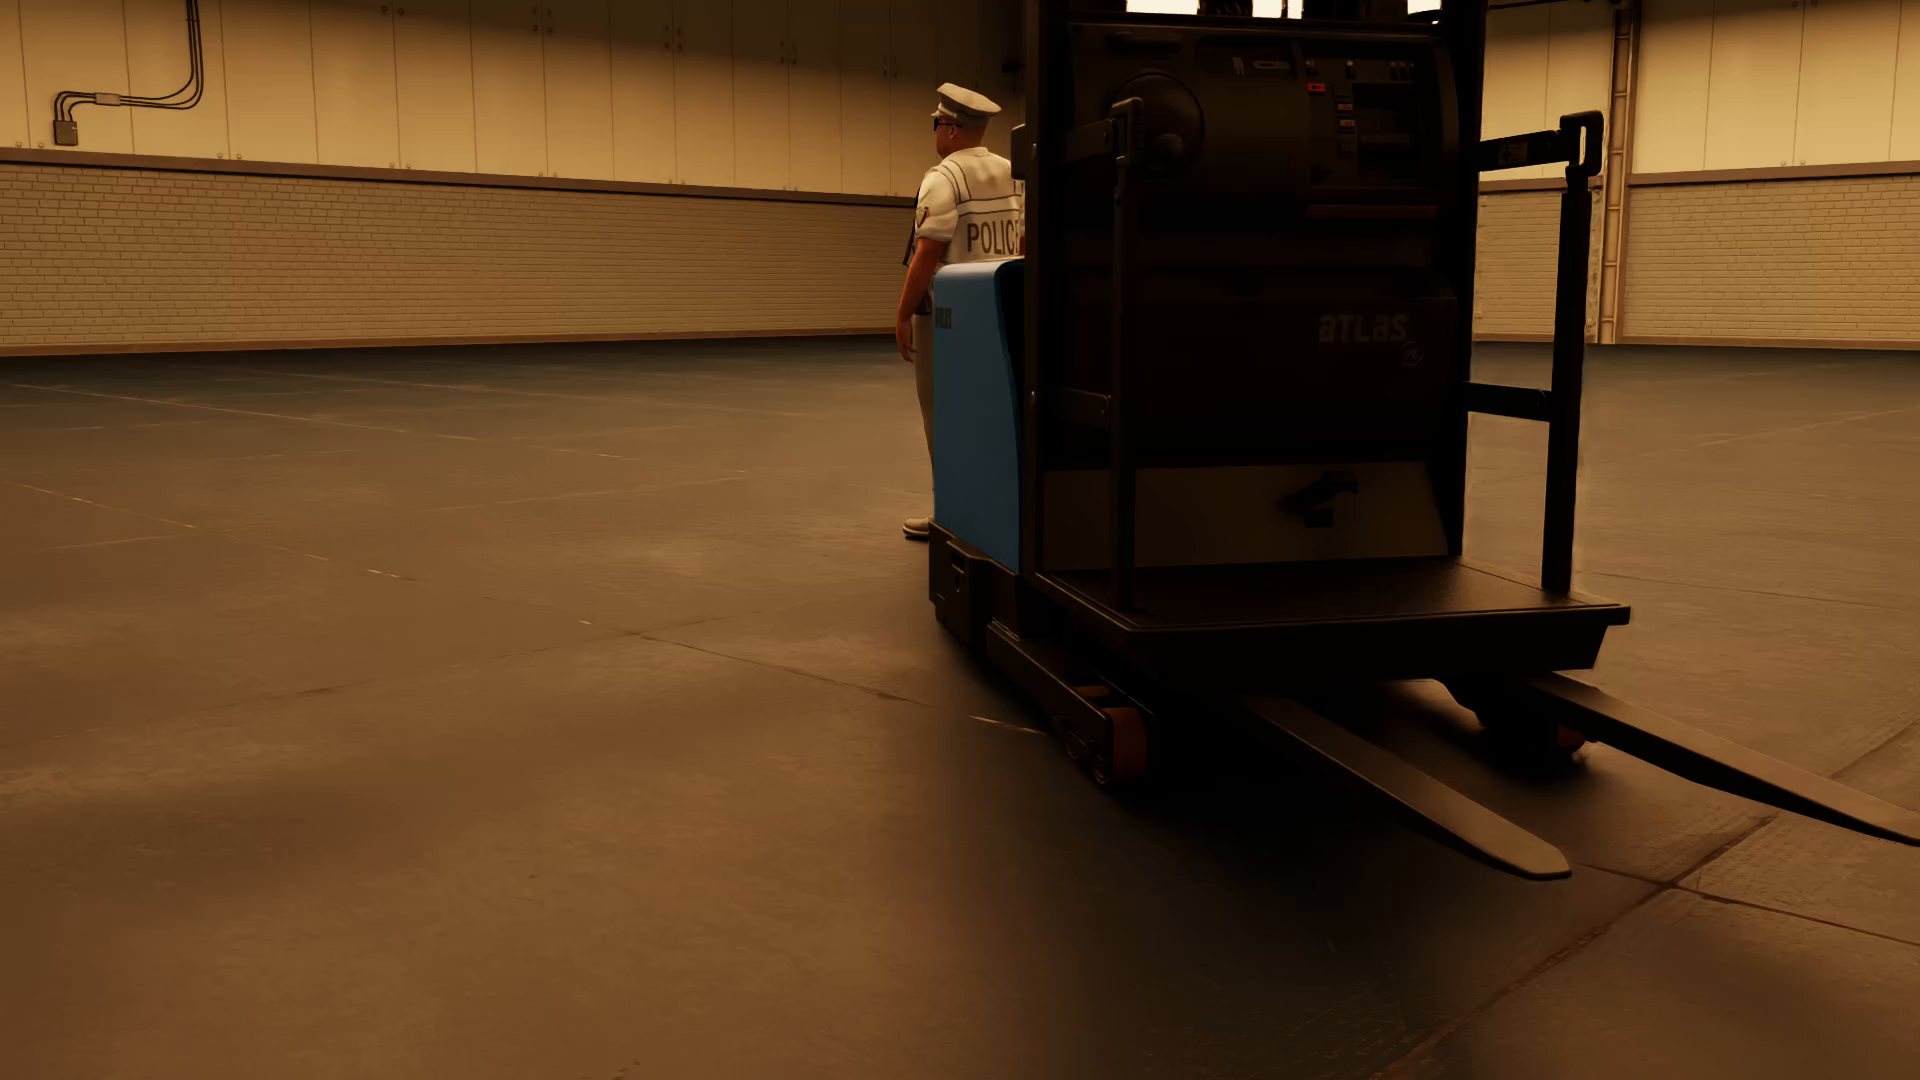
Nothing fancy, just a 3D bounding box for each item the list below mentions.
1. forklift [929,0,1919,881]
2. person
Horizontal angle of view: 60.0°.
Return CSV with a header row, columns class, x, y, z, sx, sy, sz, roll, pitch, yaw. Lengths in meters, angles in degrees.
class,x,y,z,sx,sy,sz,roll,pitch,yaw
forklift,0.745,-1.009,3.573,1.130,2.935,3.031,-2,9,-13
person,-0.048,-0.898,6.646,0.573,1.780,0.641,8,12,43
